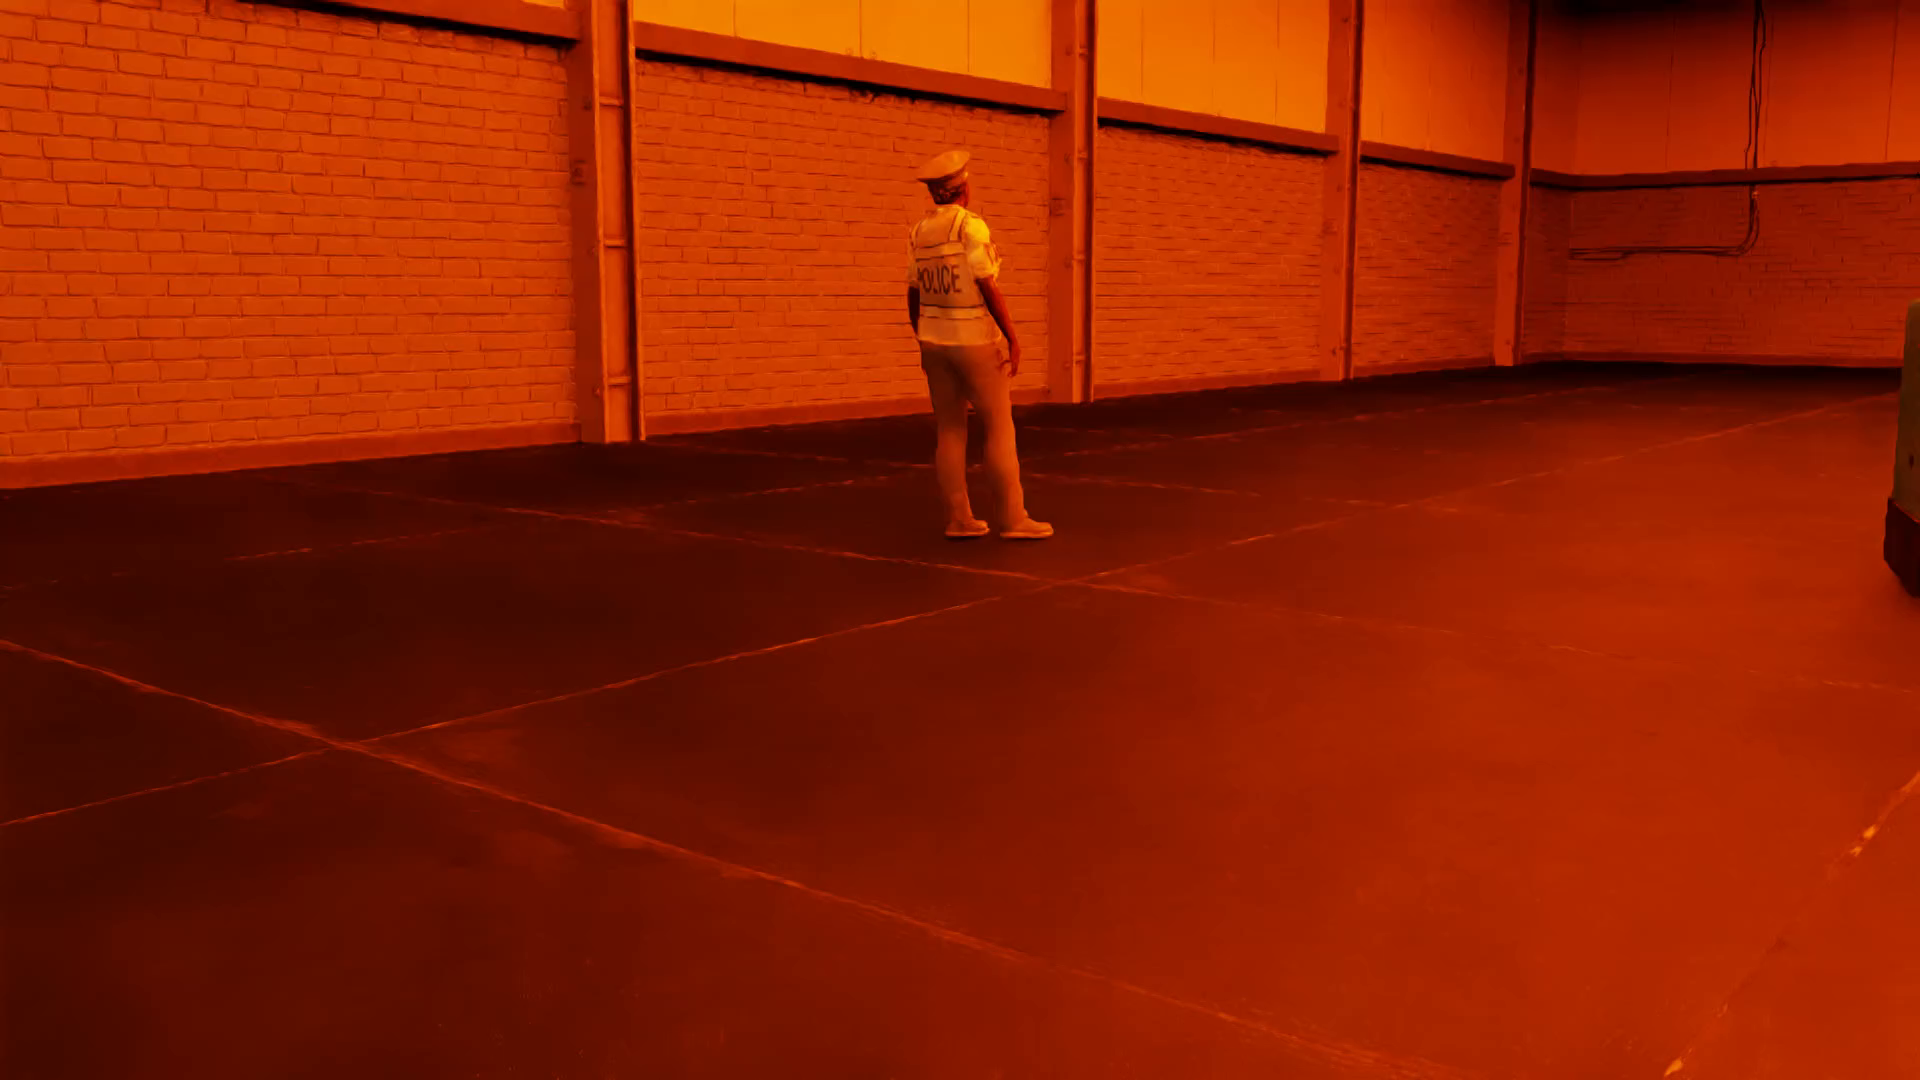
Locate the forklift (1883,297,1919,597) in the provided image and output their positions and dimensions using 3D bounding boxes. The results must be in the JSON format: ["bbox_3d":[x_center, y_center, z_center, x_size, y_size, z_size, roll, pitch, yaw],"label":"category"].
[{"bbox_3d":[4.792,-1.164,5.240,3.031,2.935,1.130,3,9,22],"label":"forklift"}]

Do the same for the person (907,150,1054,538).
[{"bbox_3d":[0.062,-0.853,7.327,0.570,1.695,0.529,7,11,38],"label":"person"}]
